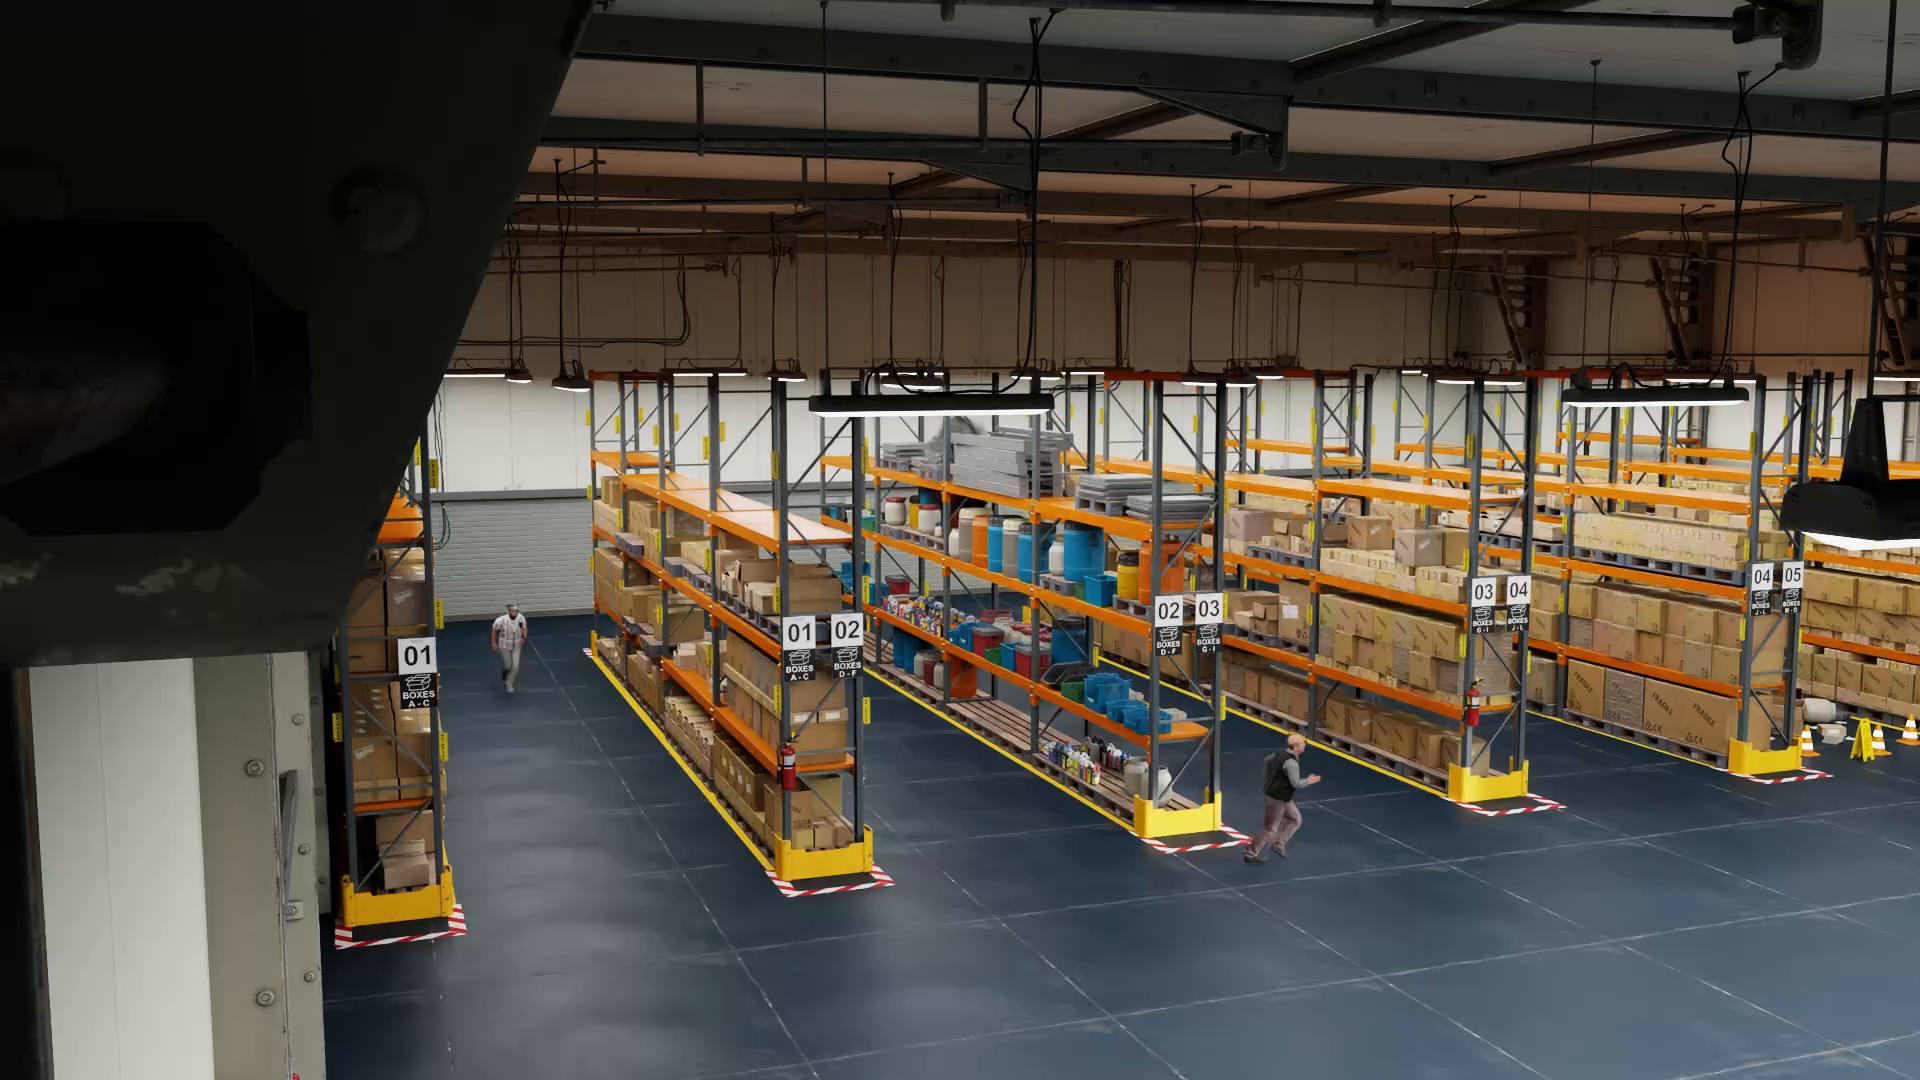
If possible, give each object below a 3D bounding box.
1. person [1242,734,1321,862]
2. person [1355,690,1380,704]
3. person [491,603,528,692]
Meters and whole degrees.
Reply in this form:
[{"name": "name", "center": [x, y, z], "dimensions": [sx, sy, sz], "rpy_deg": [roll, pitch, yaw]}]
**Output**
[{"name": "person", "center": [3.993, 3.212, 20.655], "dimensions": [0.942, 1.641, 0.644], "rpy_deg": [1, 6, 5]}, {"name": "person", "center": [7.380, 2.279, 29.505], "dimensions": [0.543, 1.478, 0.954], "rpy_deg": [-3, 7, -28]}, {"name": "person", "center": [-8.486, 1.997, 31.348], "dimensions": [0.663, 1.709, 0.671], "rpy_deg": [-4, 8, -34]}]
